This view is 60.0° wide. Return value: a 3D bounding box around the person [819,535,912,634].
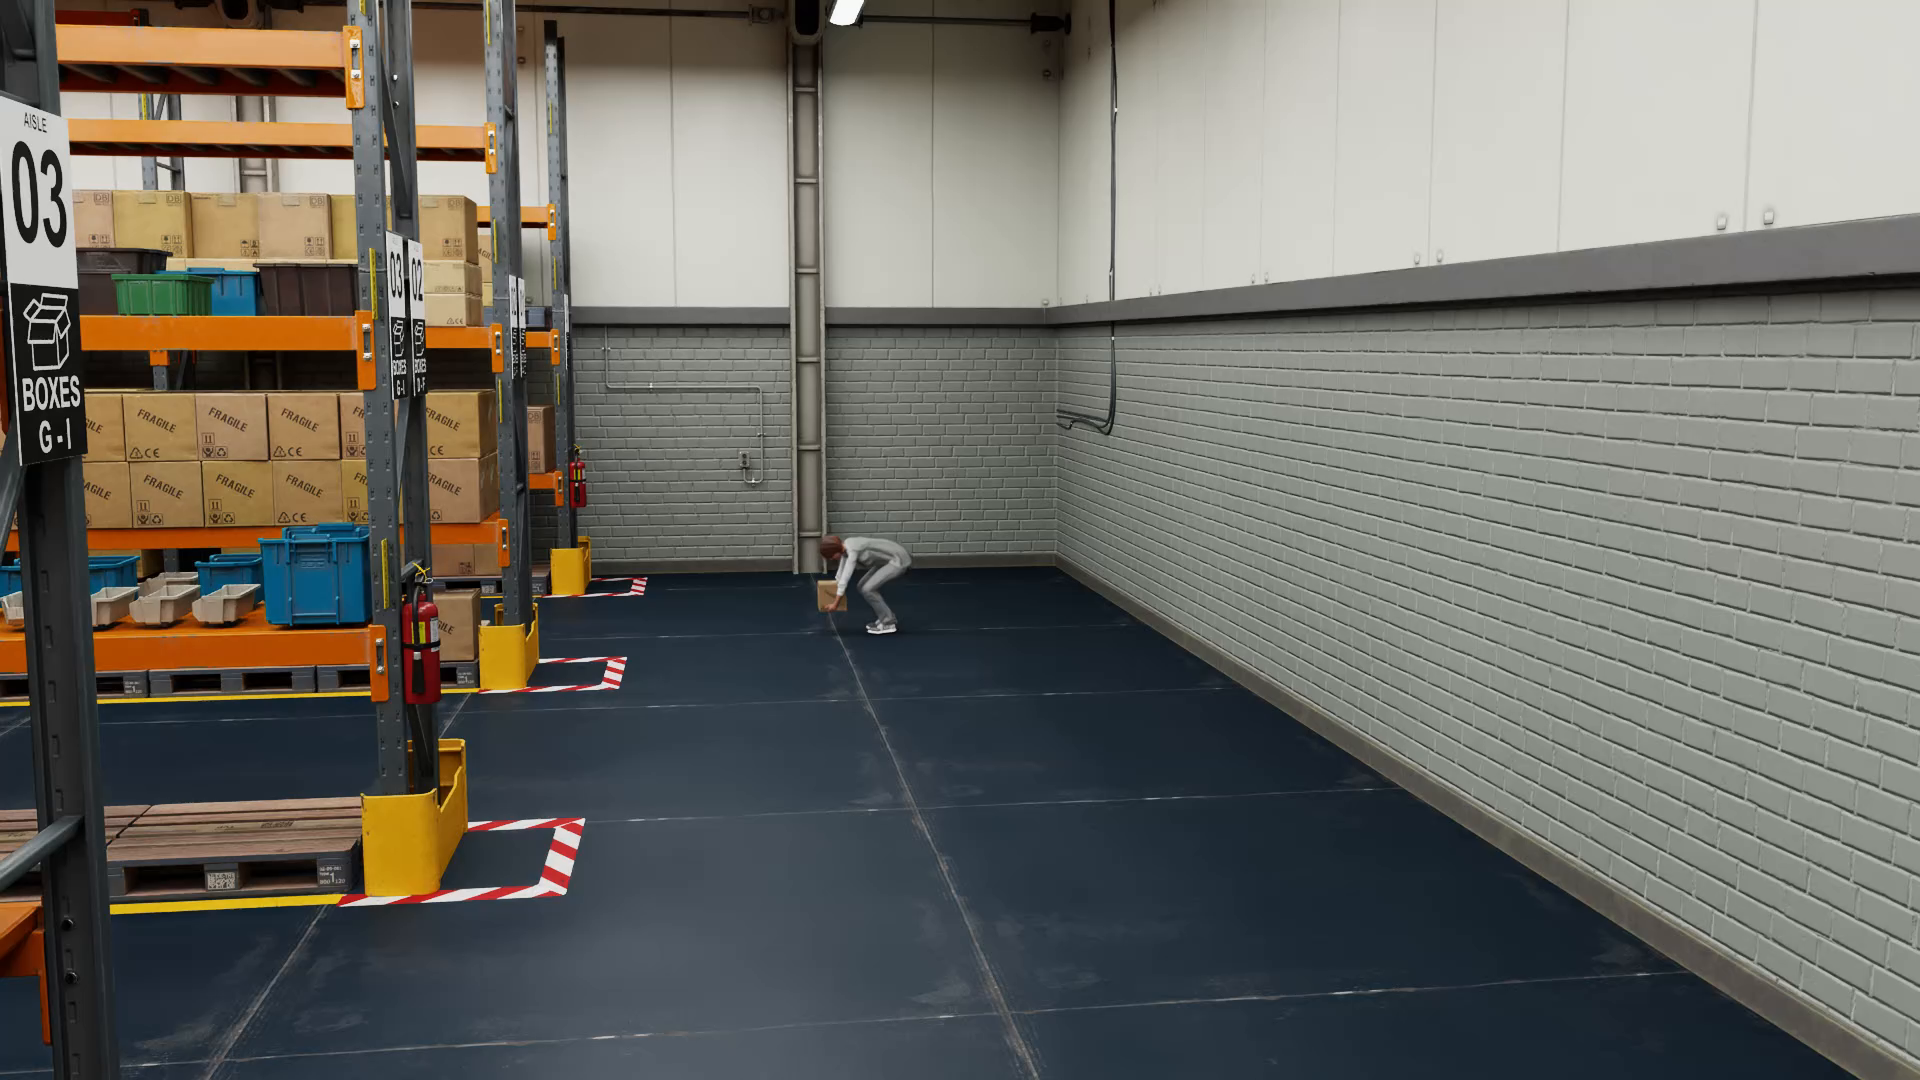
[{"bbox_3d":[-0.878,0.408,15.481,0.861,0.916,0.431,-1,7,-11],"label":"person"}]
